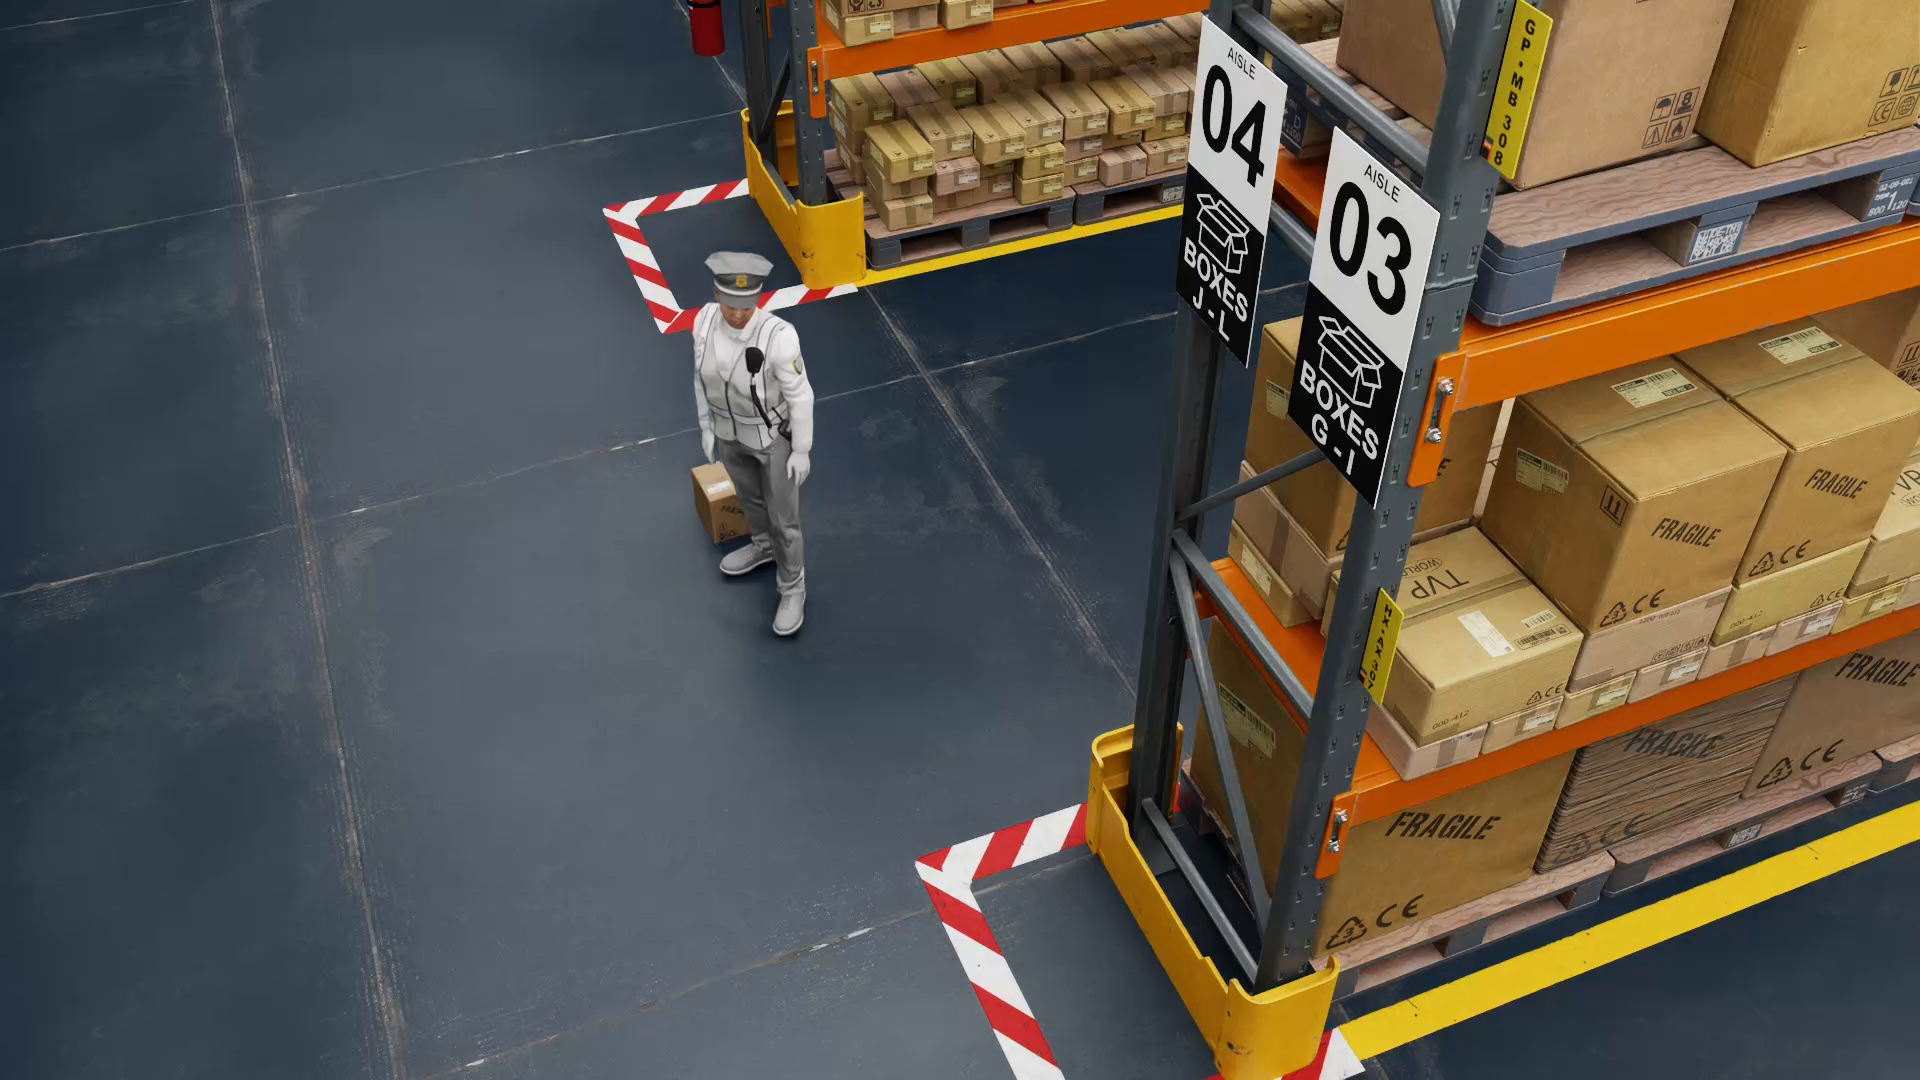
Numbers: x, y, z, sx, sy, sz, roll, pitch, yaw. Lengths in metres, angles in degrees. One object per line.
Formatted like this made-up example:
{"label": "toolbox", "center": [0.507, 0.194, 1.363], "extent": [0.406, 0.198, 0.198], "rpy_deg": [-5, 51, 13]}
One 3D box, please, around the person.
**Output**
{"label": "person", "center": [-0.819, -0.410, 6.577], "extent": [0.521, 1.671, 0.457], "rpy_deg": [19, 45, 20]}
